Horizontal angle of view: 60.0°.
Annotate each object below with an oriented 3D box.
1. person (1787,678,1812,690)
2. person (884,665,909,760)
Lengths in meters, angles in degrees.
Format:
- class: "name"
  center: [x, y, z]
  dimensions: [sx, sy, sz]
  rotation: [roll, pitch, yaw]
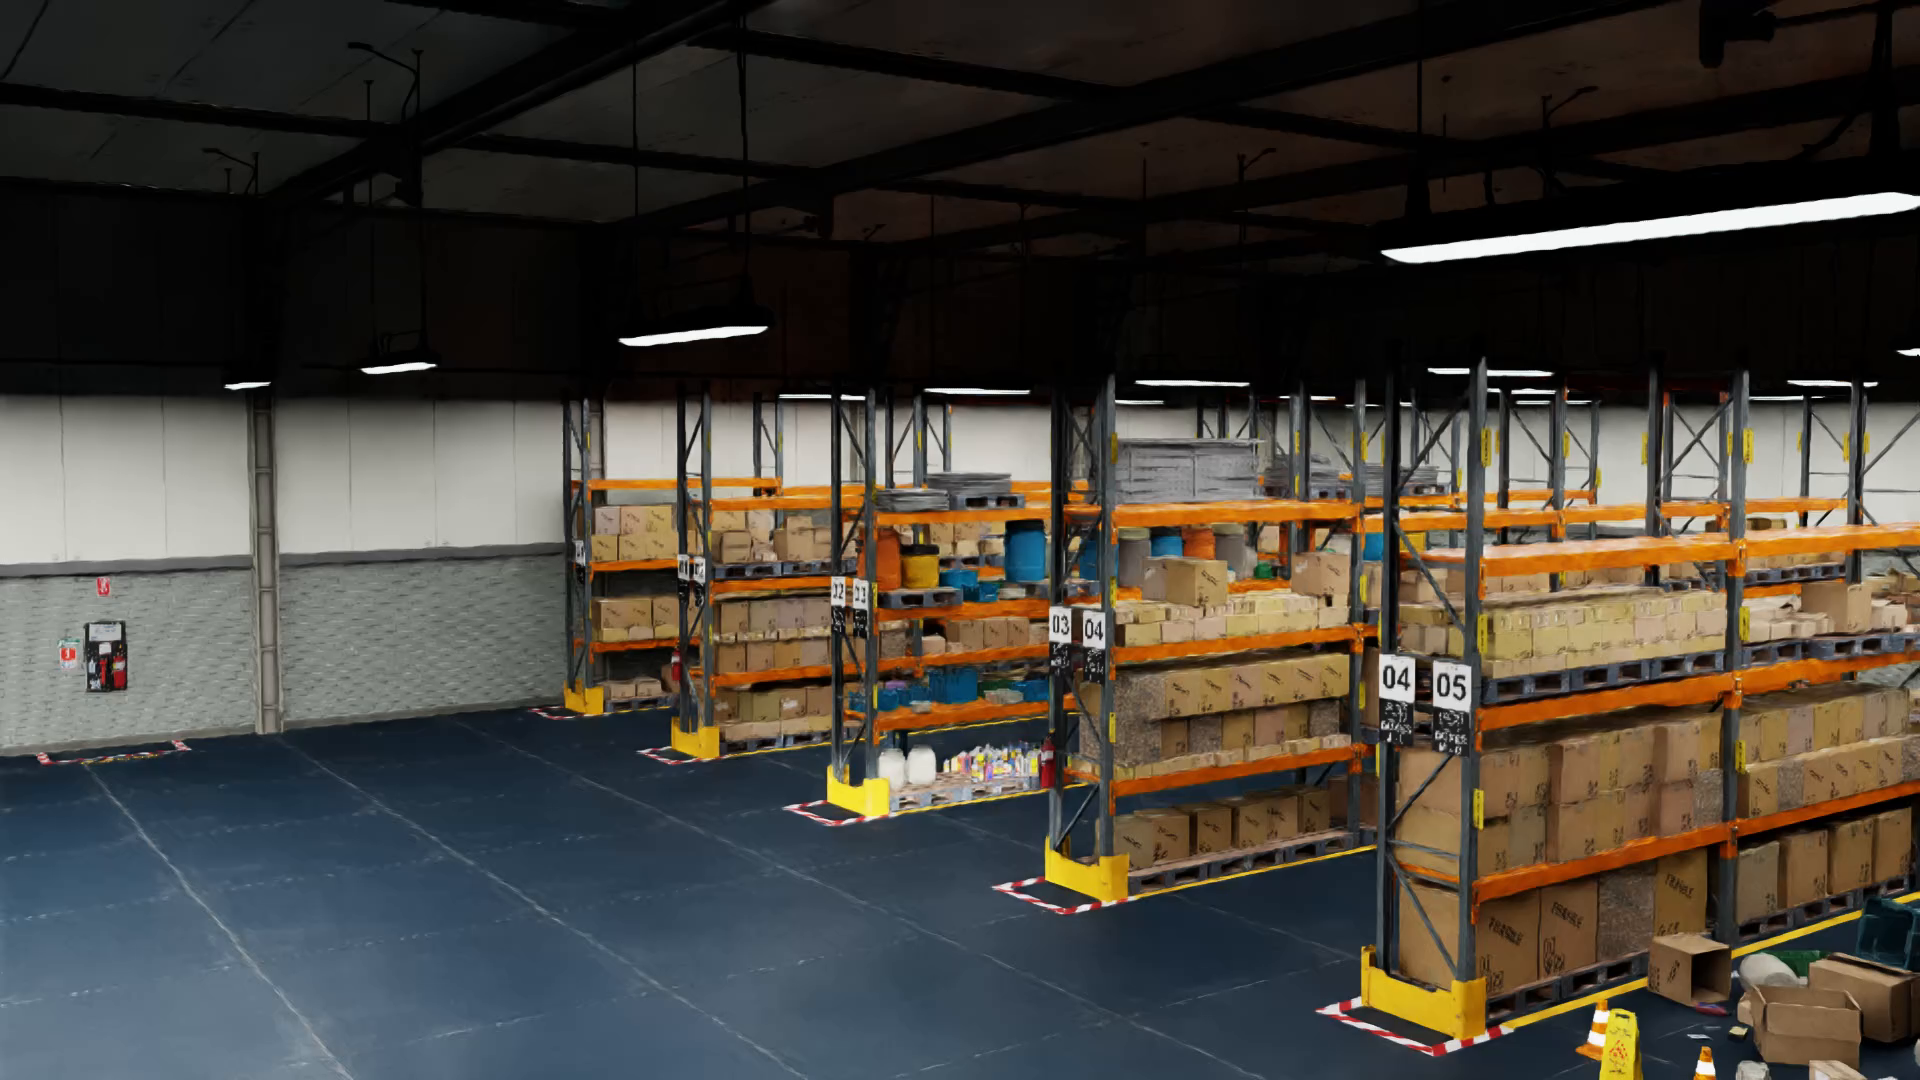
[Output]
- class: "person"
  center: [12.133, 2.770, 24.142]
  dimensions: [0.391, 1.665, 0.614]
  rotation: [3, 5, 39]
- class: "person"
  center: [-0.957, 2.713, 25.575]
  dimensions: [0.523, 1.592, 0.527]
  rotation: [0, 4, -2]
